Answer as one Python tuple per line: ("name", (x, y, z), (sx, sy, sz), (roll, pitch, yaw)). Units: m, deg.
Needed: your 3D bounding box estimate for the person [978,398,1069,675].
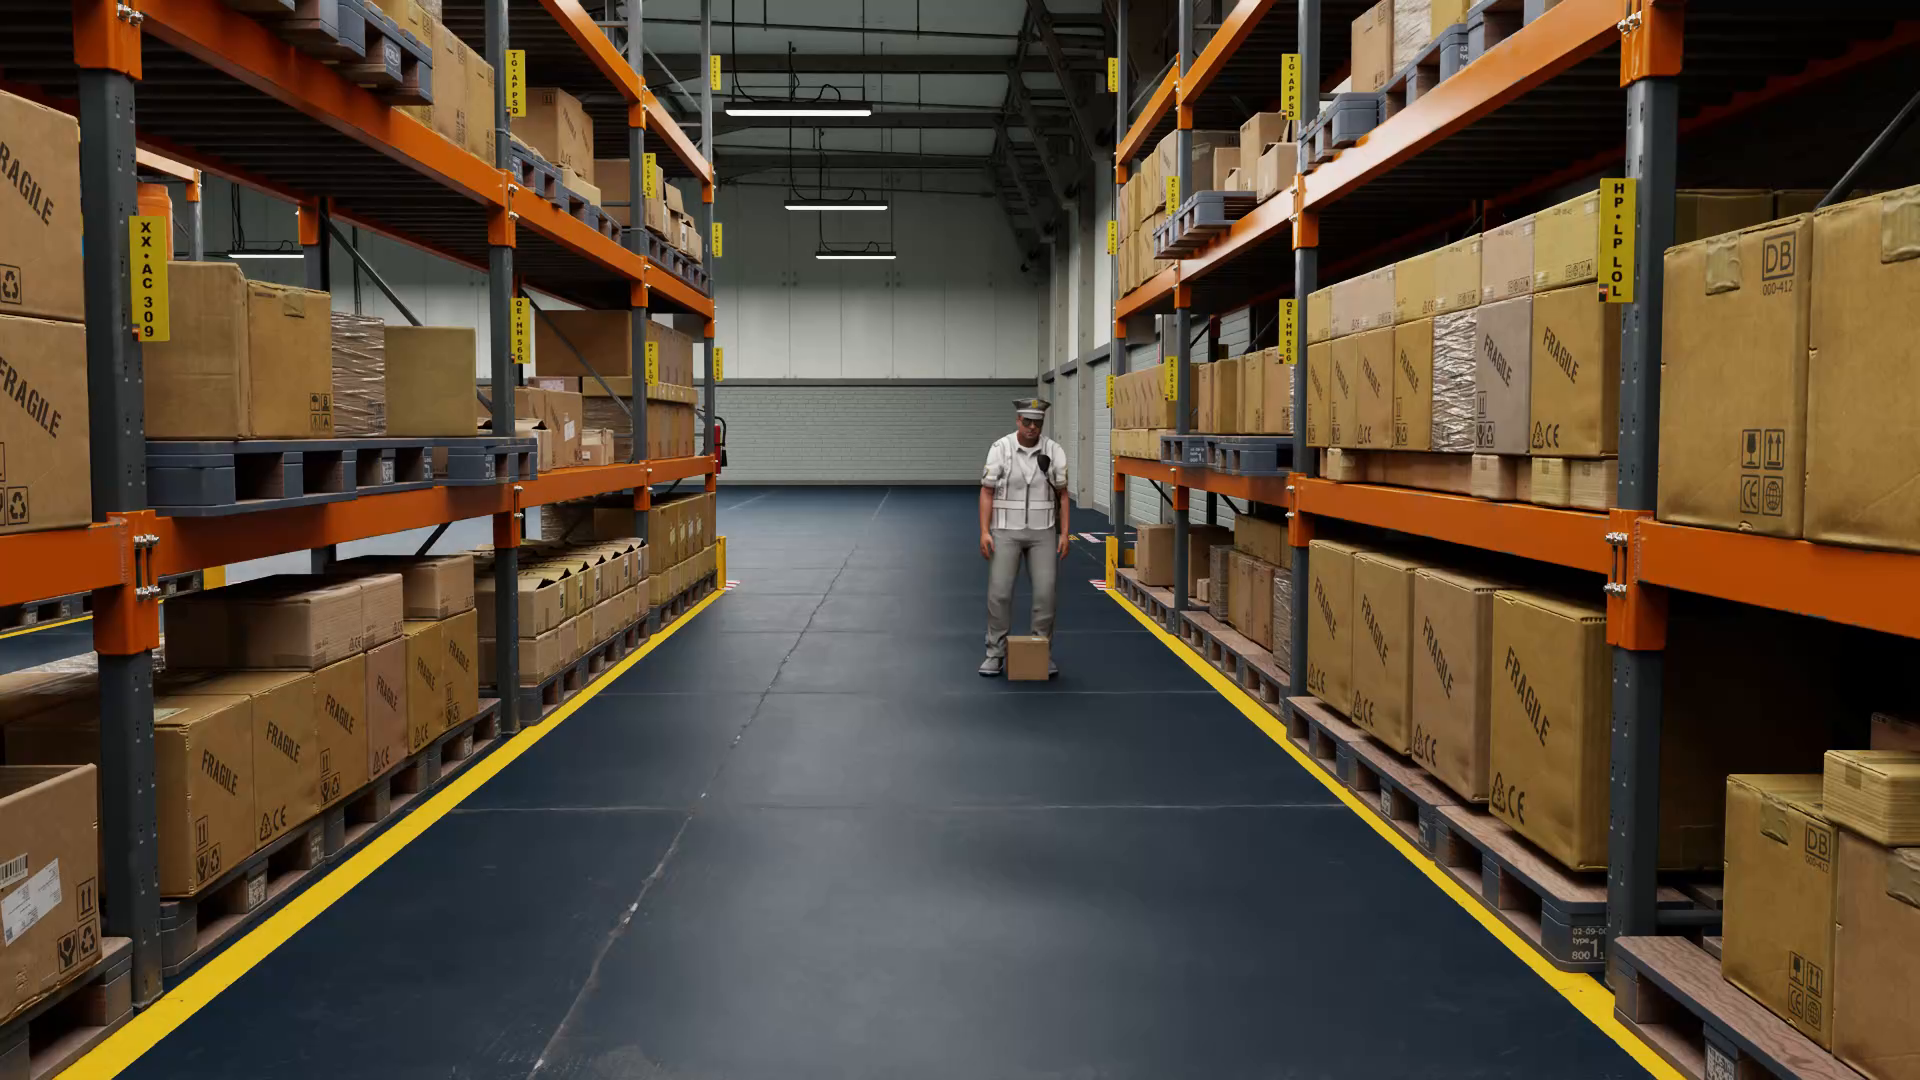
("person", (0.405, -0.029, 10.606), (0.584, 1.748, 0.433), (0, 4, -1))
